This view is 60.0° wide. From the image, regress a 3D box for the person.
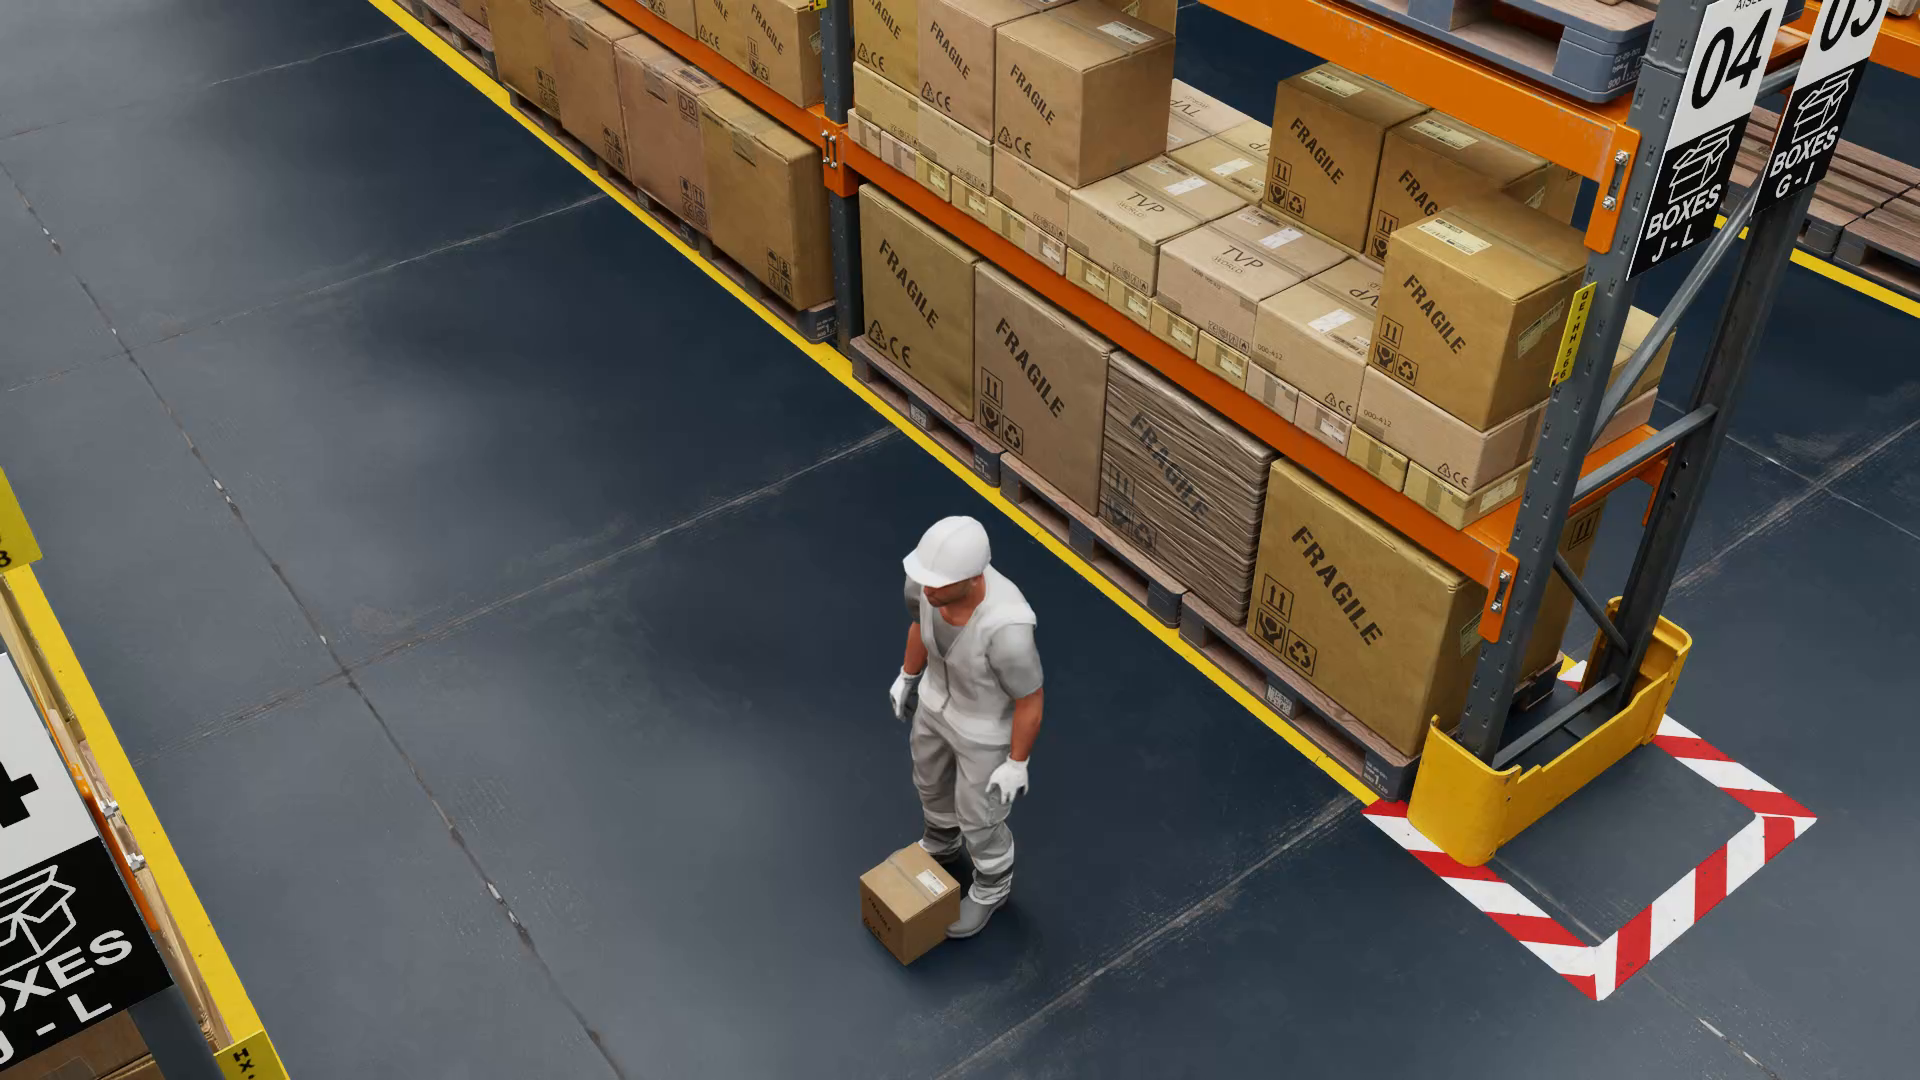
[{"bbox_3d":[0.009,0.600,5.429,0.446,1.777,0.620,-29,48,-30],"label":"person"}]
